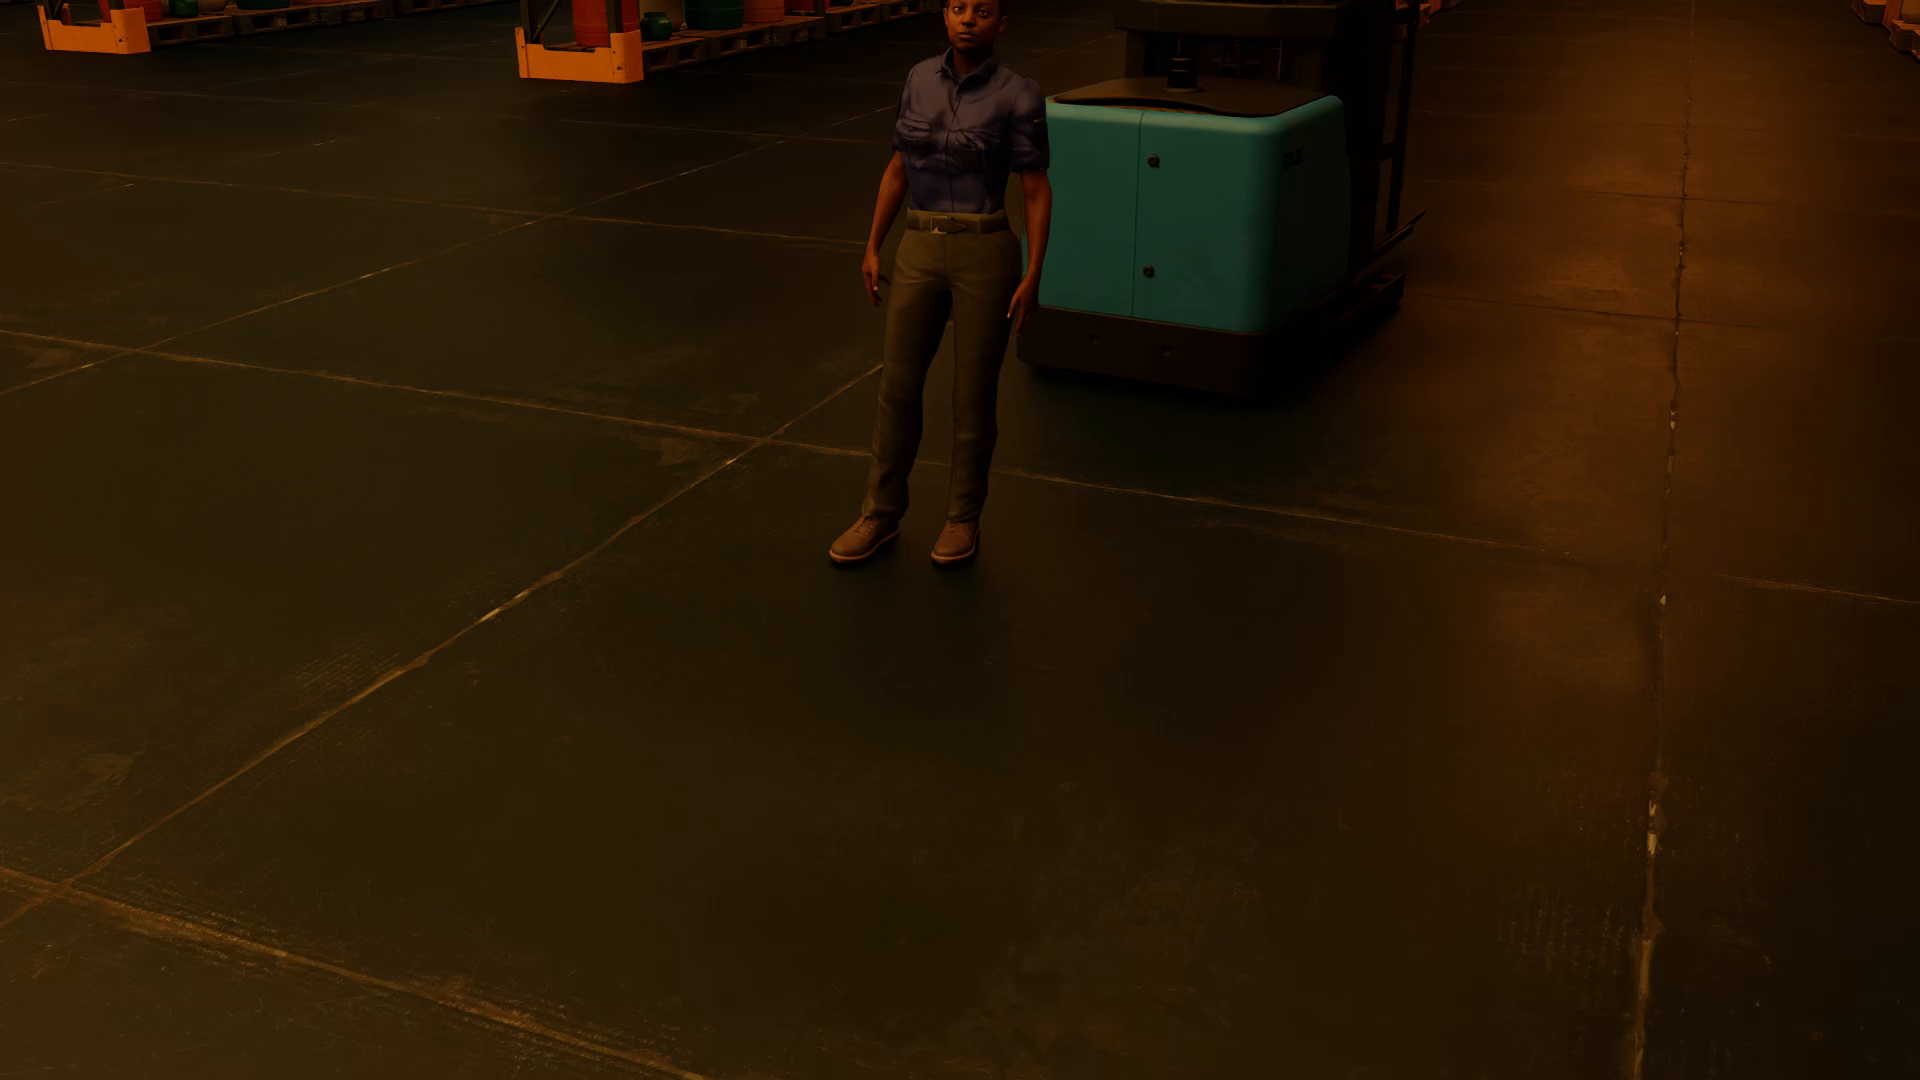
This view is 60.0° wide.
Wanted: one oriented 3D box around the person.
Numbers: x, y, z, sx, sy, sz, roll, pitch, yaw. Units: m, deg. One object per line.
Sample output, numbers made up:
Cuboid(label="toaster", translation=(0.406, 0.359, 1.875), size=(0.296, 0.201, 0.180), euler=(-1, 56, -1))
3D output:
Cuboid(label="person", translation=(-0.051, -0.741, 4.703), size=(0.570, 1.656, 0.503), euler=(9, 24, 21))

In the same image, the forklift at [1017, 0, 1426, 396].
Cuboid(label="forklift", translation=(1.381, -2.413, 7.066), size=(1.130, 2.935, 3.031), euler=(12, 26, 27))
